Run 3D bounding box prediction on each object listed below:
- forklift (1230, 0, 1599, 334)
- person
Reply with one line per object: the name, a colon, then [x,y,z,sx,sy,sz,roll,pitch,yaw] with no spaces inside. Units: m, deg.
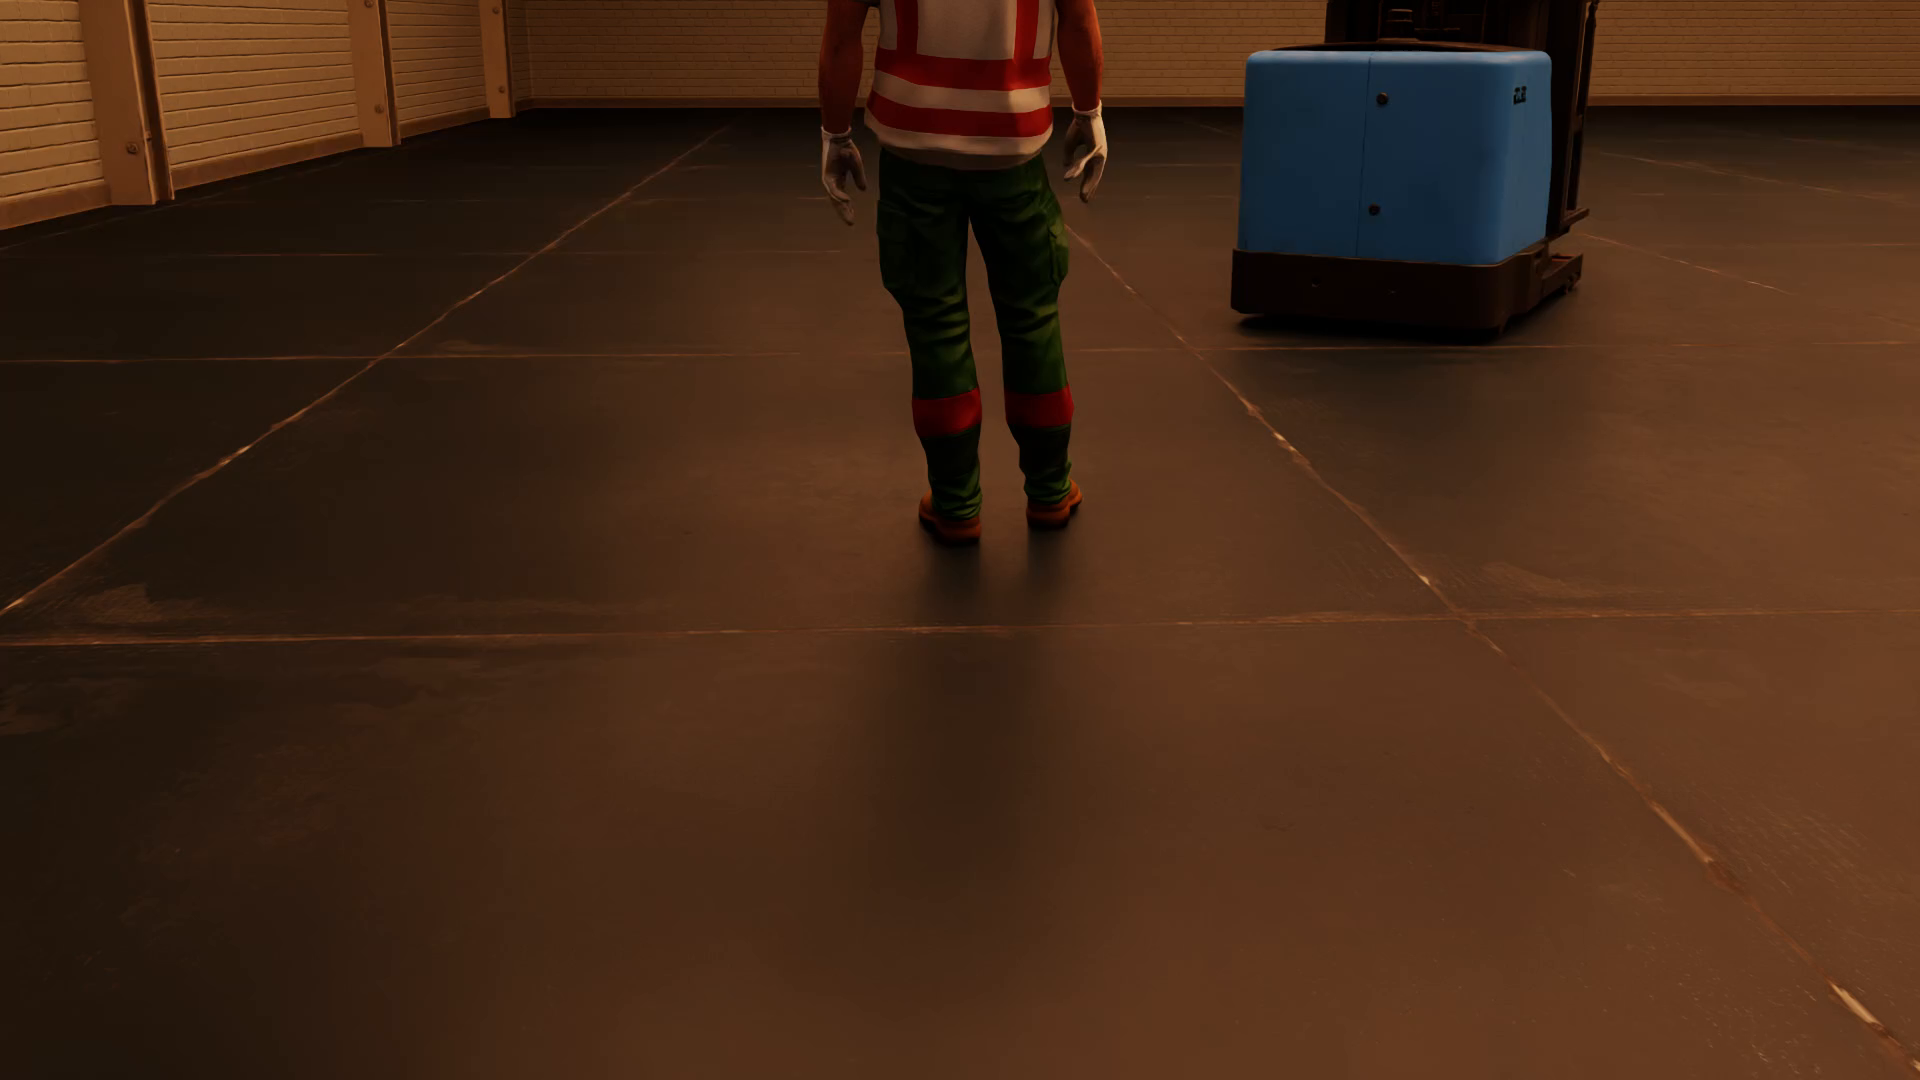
forklift: [2.249,-2.575,7.325,1.130,2.935,3.031,9,19,27]
person: [0.008,-0.886,3.731,0.637,1.787,0.564,-1,17,-3]
